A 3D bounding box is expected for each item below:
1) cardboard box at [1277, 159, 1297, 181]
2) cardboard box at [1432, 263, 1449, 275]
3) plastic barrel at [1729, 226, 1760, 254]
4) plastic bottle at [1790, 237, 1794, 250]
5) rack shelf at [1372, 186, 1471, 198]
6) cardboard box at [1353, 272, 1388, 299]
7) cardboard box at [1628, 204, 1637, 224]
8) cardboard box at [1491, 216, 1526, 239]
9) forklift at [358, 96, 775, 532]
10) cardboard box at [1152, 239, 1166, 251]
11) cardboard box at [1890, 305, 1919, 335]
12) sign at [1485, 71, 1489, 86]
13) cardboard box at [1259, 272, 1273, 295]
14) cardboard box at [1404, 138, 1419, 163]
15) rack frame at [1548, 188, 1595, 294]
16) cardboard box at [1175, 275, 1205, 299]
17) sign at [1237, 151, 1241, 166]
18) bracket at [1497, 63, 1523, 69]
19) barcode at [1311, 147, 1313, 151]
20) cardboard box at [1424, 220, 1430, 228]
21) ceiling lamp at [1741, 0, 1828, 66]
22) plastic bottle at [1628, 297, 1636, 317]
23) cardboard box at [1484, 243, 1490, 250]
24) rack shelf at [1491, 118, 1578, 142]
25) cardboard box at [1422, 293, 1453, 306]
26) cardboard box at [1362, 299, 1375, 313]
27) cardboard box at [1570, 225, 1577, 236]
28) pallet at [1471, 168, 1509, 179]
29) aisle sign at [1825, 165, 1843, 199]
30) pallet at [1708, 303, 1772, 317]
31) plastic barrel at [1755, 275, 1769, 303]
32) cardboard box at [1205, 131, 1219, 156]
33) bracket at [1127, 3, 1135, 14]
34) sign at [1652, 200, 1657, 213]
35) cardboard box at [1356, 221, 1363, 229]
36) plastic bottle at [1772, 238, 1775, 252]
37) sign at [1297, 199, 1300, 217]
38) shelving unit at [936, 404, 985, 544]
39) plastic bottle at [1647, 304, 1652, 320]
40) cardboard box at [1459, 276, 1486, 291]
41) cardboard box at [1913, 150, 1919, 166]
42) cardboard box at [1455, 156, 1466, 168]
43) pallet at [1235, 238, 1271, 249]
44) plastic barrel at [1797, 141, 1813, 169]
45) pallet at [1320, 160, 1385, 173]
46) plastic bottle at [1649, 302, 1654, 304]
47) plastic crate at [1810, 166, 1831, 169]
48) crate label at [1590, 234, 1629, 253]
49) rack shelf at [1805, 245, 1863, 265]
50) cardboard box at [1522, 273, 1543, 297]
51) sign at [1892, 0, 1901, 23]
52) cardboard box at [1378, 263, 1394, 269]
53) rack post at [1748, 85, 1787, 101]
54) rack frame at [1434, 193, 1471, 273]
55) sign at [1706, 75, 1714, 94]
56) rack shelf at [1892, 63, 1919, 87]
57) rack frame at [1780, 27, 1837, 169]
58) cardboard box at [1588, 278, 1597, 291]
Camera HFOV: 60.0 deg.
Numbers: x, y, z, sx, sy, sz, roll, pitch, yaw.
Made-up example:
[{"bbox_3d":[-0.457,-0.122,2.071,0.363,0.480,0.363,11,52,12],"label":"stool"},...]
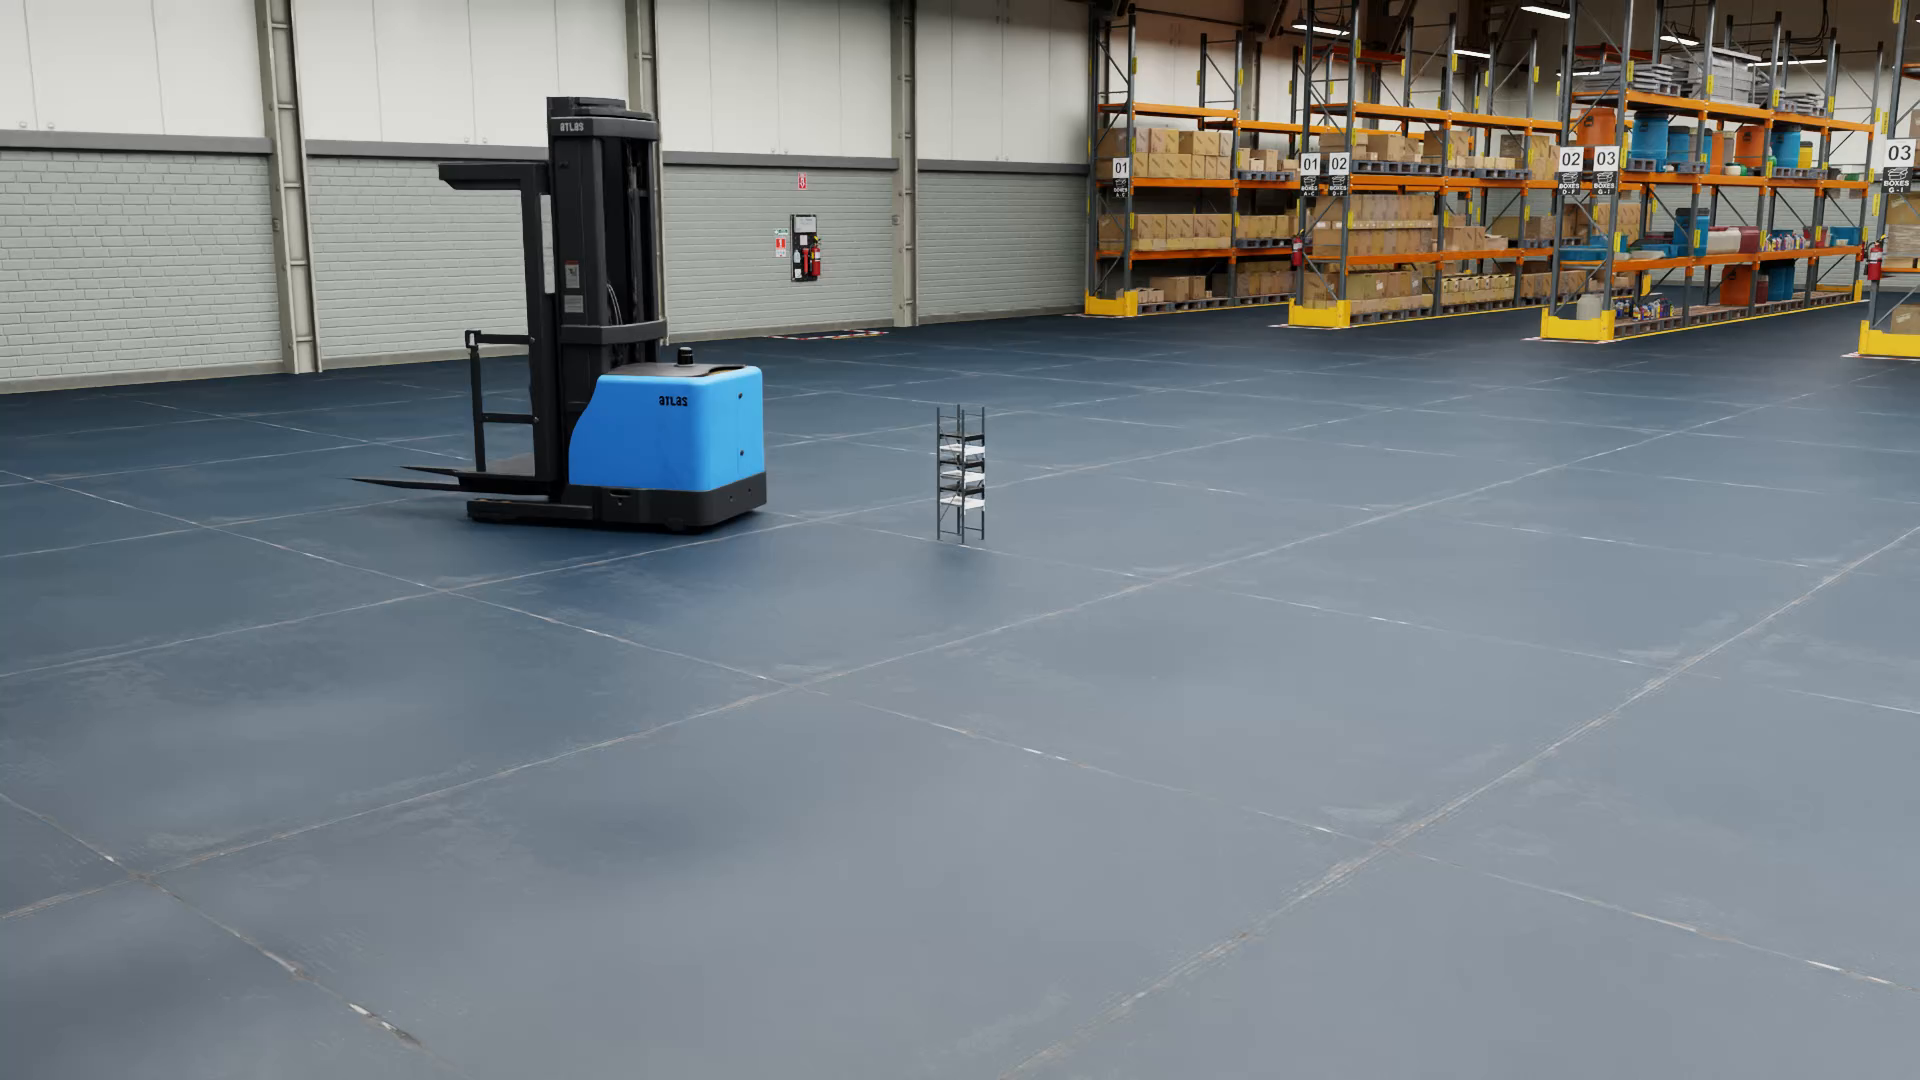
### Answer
[{"bbox_3d":[7.472,-8.722,39.249,0.637,0.503,0.797,-10,15,-40],"label":"cardboard box"},{"bbox_3d":[12.961,-7.337,45.598,0.700,0.500,0.500,10,15,40],"label":"cardboard box"},{"bbox_3d":[15.761,-6.048,33.486,0.600,0.536,0.708,10,15,40],"label":"plastic barrel"},{"bbox_3d":[17.888,-6.389,35.856,0.152,0.276,0.135,10,15,40],"label":"plastic bottle"},{"bbox_3d":[12.358,-9.370,44.646,1.077,0.370,4.000,10,15,40],"label":"rack shelf"},{"bbox_3d":[8.010,-4.977,32.505,0.500,0.500,0.500,10,15,40],"label":"cardboard box"},{"bbox_3d":[16.643,-8.194,41.768,0.500,0.500,0.500,10,15,42],"label":"cardboard box"},{"bbox_3d":[12.452,-7.092,37.732,0.700,0.500,0.500,4,12,21],"label":"cardboard box"},{"bbox_3d":[-2.928,-1.640,11.939,3.031,2.935,1.130,4,12,18],"label":"forklift"},{"bbox_3d":[4.009,-6.238,35.116,0.500,0.250,0.500,9,15,39],"label":"cardboard box"},{"bbox_3d":[14.704,-3.341,25.591,0.500,0.500,0.500,-9,14,-37],"label":"cardboard box"},{"bbox_3d":[11.707,-10.237,36.903,0.100,0.325,0.005,10,15,40],"label":"sign"},{"bbox_3d":[6.901,-6.034,39.021,0.700,0.500,0.500,10,15,41],"label":"cardboard box"},{"bbox_3d":[8.950,-7.896,33.741,0.500,0.500,0.500,-11,15,-43],"label":"cardboard box"},{"bbox_3d":[14.761,-7.318,40.193,1.000,3.000,0.127,10,15,40],"label":"rack frame"},{"bbox_3d":[5.102,-5.613,36.915,0.500,0.500,0.500,8,14,36],"label":"cardboard box"},{"bbox_3d":[6.170,-8.436,36.814,0.100,0.325,0.005,10,15,40],"label":"sign"},{"bbox_3d":[16.526,-14.040,49.338,0.076,0.066,3.189,10,15,40],"label":"bracket"},{"bbox_3d":[6.677,-7.415,31.537,0.001,0.075,0.075,10,15,40],"label":"barcode"},{"bbox_3d":[9.297,-6.404,33.707,0.380,0.149,0.250,9,15,39],"label":"cardboard box"},{"bbox_3d":[21.050,-13.782,42.335,2.000,3.185,0.800,10,15,40],"label":"ceiling lamp"},{"bbox_3d":[12.463,-4.333,30.888,0.144,0.351,0.185,10,15,40],"label":"plastic bottle"},{"bbox_3d":[11.321,-6.412,36.295,0.250,0.149,0.380,-11,16,-43],"label":"cardboard box"},{"bbox_3d":[13.441,-9.417,38.241,1.077,0.370,4.000,10,15,40],"label":"rack shelf"},{"bbox_3d":[9.933,-5.026,34.665,0.500,0.250,0.500,9,15,39],"label":"cardboard box"},{"bbox_3d":[7.688,-4.534,32.203,0.500,0.250,0.500,10,15,40],"label":"cardboard box"},{"bbox_3d":[14.899,-7.474,40.717,0.500,0.500,0.500,10,15,41],"label":"cardboard box"},{"bbox_3d":[11.004,-7.832,35.587,1.003,0.211,1.213,11,16,43],"label":"pallet"},{"bbox_3d":[20.945,-8.589,39.921,0.394,0.787,0.004,10,15,40],"label":"aisle sign"},{"bbox_3d":[16.328,-4.843,34.918,1.003,0.211,1.213,10,15,40],"label":"pallet"},{"bbox_3d":[16.895,-5.352,35.435,0.600,0.588,0.708,10,15,40],"label":"plastic barrel"},{"bbox_3d":[5.274,-8.610,36.143,0.500,0.500,0.500,11,16,43],"label":"cardboard box"},{"bbox_3d":[3.469,-11.130,34.768,0.235,0.232,0.430,10,15,40],"label":"bracket"},{"bbox_3d":[17.805,-8.555,42.621,0.100,0.325,0.005,10,15,40],"label":"sign"},{"bbox_3d":[7.433,-5.989,31.626,0.380,0.149,0.250,9,15,39],"label":"cardboard box"},{"bbox_3d":[17.011,-6.183,34.836,0.097,0.271,0.097,0,11,0],"label":"plastic bottle"},{"bbox_3d":[6.442,-6.309,31.578,0.100,0.325,0.005,10,15,40],"label":"sign"},{"bbox_3d":[0.005,-0.442,11.129,0.258,0.900,0.210,10,15,40],"label":"shelving unit"},{"bbox_3d":[12.415,-4.111,29.977,0.097,0.271,0.097,0,11,0],"label":"plastic bottle"},{"bbox_3d":[10.954,-5.529,35.749,0.500,0.311,0.500,10,15,42],"label":"cardboard box"},{"bbox_3d":[14.406,-5.772,25.178,0.500,0.250,0.500,10,15,42],"label":"cardboard box"},{"bbox_3d":[10.255,-7.915,34.834,0.500,0.250,0.500,8,14,35],"label":"cardboard box"},{"bbox_3d":[6.371,-6.781,37.991,1.003,0.211,1.213,10,15,40],"label":"pallet"},{"bbox_3d":[18.030,-8.286,35.826,0.600,0.588,0.600,0,11,0],"label":"plastic barrel"},{"bbox_3d":[7.326,-7.081,31.572,1.003,0.211,1.213,10,15,40],"label":"pallet"},{"bbox_3d":[12.736,-4.235,30.589,0.152,0.276,0.135,10,15,40],"label":"plastic bottle"},{"bbox_3d":[19.905,-8.517,38.695,0.504,0.338,0.767,10,15,40],"label":"plastic crate"},{"bbox_3d":[11.570,-5.235,29.671,0.502,0.435,0.616,10,15,40],"label":"crate label"},{"bbox_3d":[19.800,-6.619,38.527,1.077,0.370,4.000,10,15,40],"label":"rack shelf"},{"bbox_3d":[12.977,-5.827,37.988,0.500,0.500,0.500,9,14,38],"label":"cardboard box"},{"bbox_3d":[13.875,-7.824,24.618,0.100,0.325,0.005,10,15,40],"label":"sign"},{"bbox_3d":[10.706,-6.997,43.003,0.750,0.750,0.750,10,15,41],"label":"cardboard box"},{"bbox_3d":[16.287,-9.105,34.017,0.954,0.300,0.937,10,15,40],"label":"rack post"},{"bbox_3d":[13.678,-8.547,46.343,1.000,3.000,0.127,10,15,40],"label":"rack frame"},{"bbox_3d":[13.605,-8.267,30.159,0.100,0.325,0.005,10,15,40],"label":"sign"},{"bbox_3d":[15.599,-7.153,25.894,1.077,0.370,4.000,10,15,40],"label":"rack shelf"},{"bbox_3d":[18.480,-9.619,36.396,1.000,3.000,0.127,10,15,40],"label":"rack frame"},{"bbox_3d":[15.201,-6.249,40.582,0.500,0.311,0.500,10,15,40],"label":"cardboard box"}]
